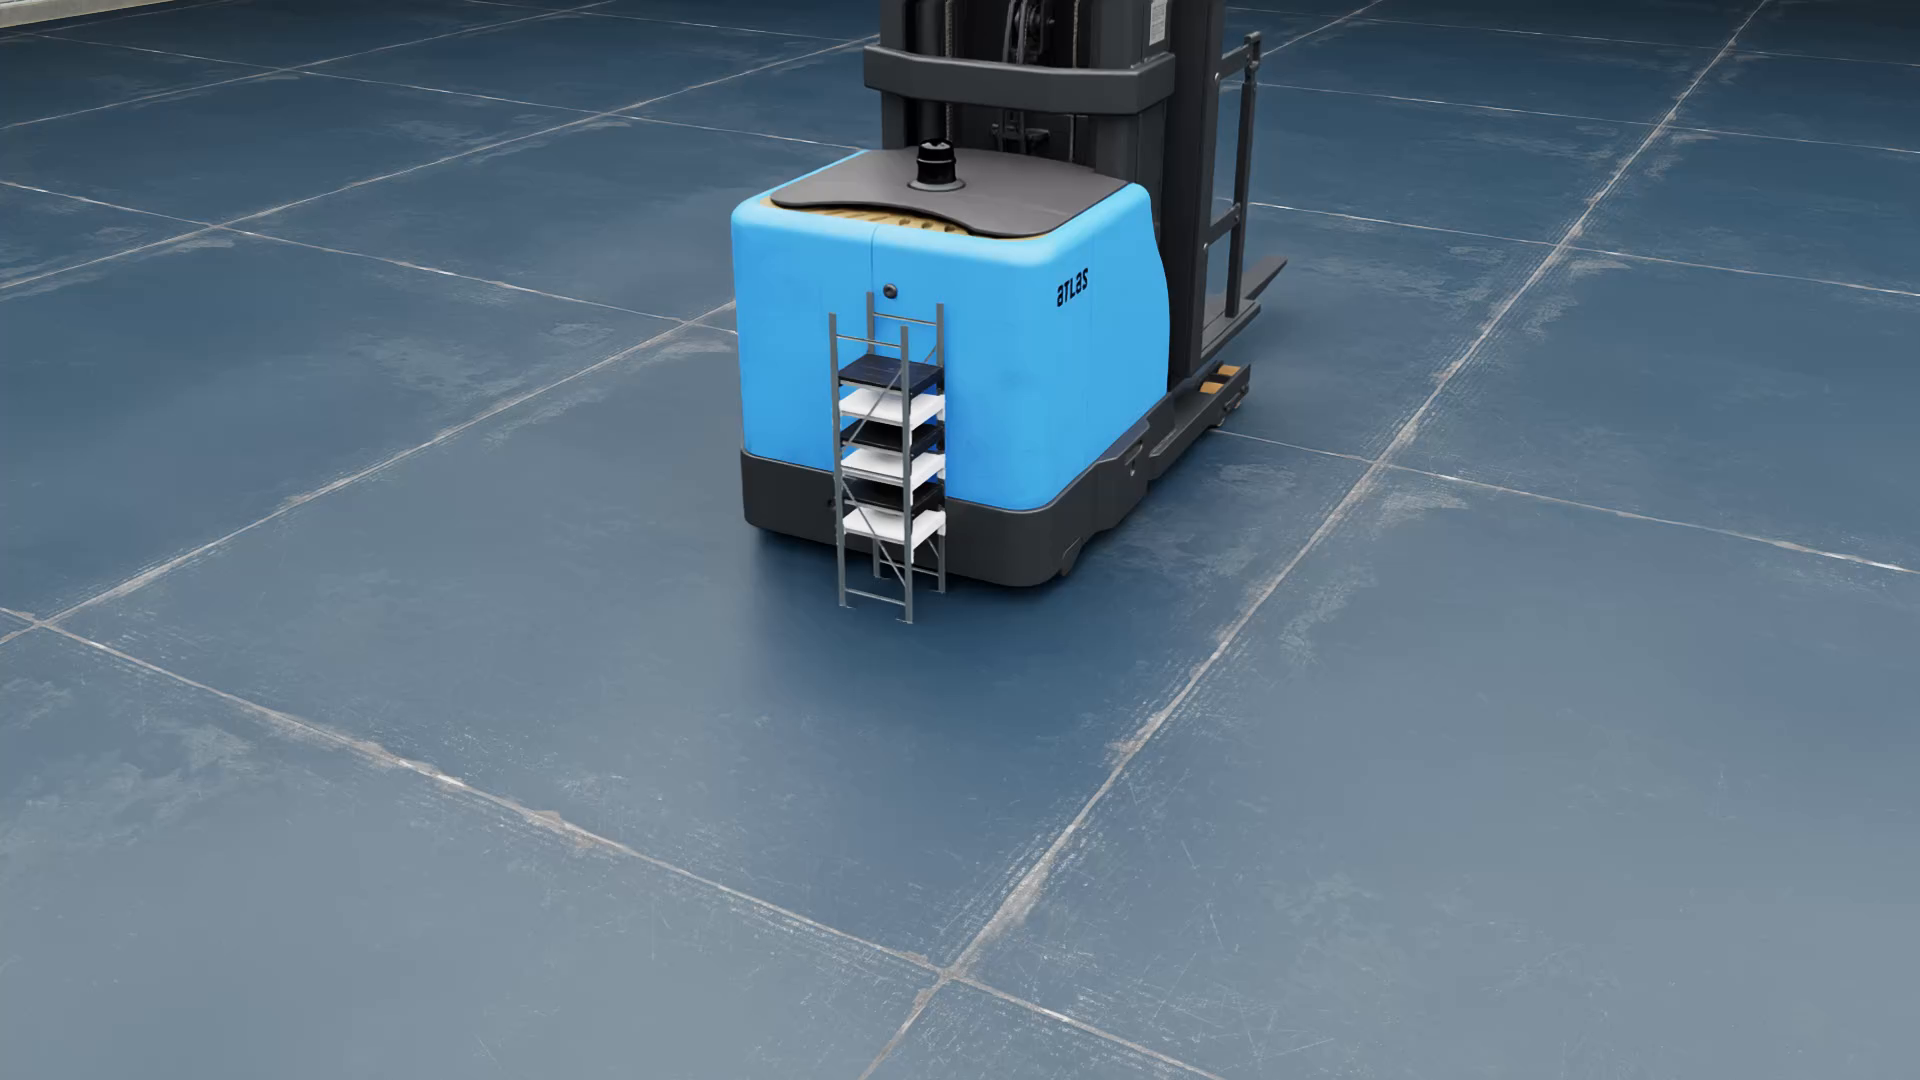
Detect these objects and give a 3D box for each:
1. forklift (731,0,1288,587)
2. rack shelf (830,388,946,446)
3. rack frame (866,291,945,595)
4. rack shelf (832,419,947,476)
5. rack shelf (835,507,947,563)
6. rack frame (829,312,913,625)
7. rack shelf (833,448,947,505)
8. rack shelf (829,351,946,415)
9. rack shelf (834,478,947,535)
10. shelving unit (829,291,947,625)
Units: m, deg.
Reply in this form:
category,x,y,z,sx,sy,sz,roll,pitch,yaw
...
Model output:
category,x,y,z,sx,sy,sz,roll,pitch,yaw
forklift,0.435,-1.803,5.578,1.130,2.935,3.031,13,29,24
rack shelf,-0.198,-0.355,4.627,0.258,0.077,0.200,13,29,24
rack frame,-0.152,-0.265,4.774,0.240,0.900,0.006,13,29,24
rack shelf,-0.198,-0.275,4.667,0.258,0.077,0.200,13,29,24
rack shelf,-0.198,-0.033,4.788,0.258,0.077,0.200,13,29,24
rack frame,-0.244,-0.184,4.611,0.240,0.900,0.006,13,29,24
rack shelf,-0.198,-0.194,4.707,0.258,0.077,0.200,13,29,24
rack shelf,-0.198,-0.436,4.587,0.258,0.077,0.200,13,29,24
rack shelf,-0.198,-0.114,4.748,0.258,0.077,0.200,13,29,24
shelving unit,-0.198,-0.224,4.692,0.258,0.900,0.210,13,29,24
